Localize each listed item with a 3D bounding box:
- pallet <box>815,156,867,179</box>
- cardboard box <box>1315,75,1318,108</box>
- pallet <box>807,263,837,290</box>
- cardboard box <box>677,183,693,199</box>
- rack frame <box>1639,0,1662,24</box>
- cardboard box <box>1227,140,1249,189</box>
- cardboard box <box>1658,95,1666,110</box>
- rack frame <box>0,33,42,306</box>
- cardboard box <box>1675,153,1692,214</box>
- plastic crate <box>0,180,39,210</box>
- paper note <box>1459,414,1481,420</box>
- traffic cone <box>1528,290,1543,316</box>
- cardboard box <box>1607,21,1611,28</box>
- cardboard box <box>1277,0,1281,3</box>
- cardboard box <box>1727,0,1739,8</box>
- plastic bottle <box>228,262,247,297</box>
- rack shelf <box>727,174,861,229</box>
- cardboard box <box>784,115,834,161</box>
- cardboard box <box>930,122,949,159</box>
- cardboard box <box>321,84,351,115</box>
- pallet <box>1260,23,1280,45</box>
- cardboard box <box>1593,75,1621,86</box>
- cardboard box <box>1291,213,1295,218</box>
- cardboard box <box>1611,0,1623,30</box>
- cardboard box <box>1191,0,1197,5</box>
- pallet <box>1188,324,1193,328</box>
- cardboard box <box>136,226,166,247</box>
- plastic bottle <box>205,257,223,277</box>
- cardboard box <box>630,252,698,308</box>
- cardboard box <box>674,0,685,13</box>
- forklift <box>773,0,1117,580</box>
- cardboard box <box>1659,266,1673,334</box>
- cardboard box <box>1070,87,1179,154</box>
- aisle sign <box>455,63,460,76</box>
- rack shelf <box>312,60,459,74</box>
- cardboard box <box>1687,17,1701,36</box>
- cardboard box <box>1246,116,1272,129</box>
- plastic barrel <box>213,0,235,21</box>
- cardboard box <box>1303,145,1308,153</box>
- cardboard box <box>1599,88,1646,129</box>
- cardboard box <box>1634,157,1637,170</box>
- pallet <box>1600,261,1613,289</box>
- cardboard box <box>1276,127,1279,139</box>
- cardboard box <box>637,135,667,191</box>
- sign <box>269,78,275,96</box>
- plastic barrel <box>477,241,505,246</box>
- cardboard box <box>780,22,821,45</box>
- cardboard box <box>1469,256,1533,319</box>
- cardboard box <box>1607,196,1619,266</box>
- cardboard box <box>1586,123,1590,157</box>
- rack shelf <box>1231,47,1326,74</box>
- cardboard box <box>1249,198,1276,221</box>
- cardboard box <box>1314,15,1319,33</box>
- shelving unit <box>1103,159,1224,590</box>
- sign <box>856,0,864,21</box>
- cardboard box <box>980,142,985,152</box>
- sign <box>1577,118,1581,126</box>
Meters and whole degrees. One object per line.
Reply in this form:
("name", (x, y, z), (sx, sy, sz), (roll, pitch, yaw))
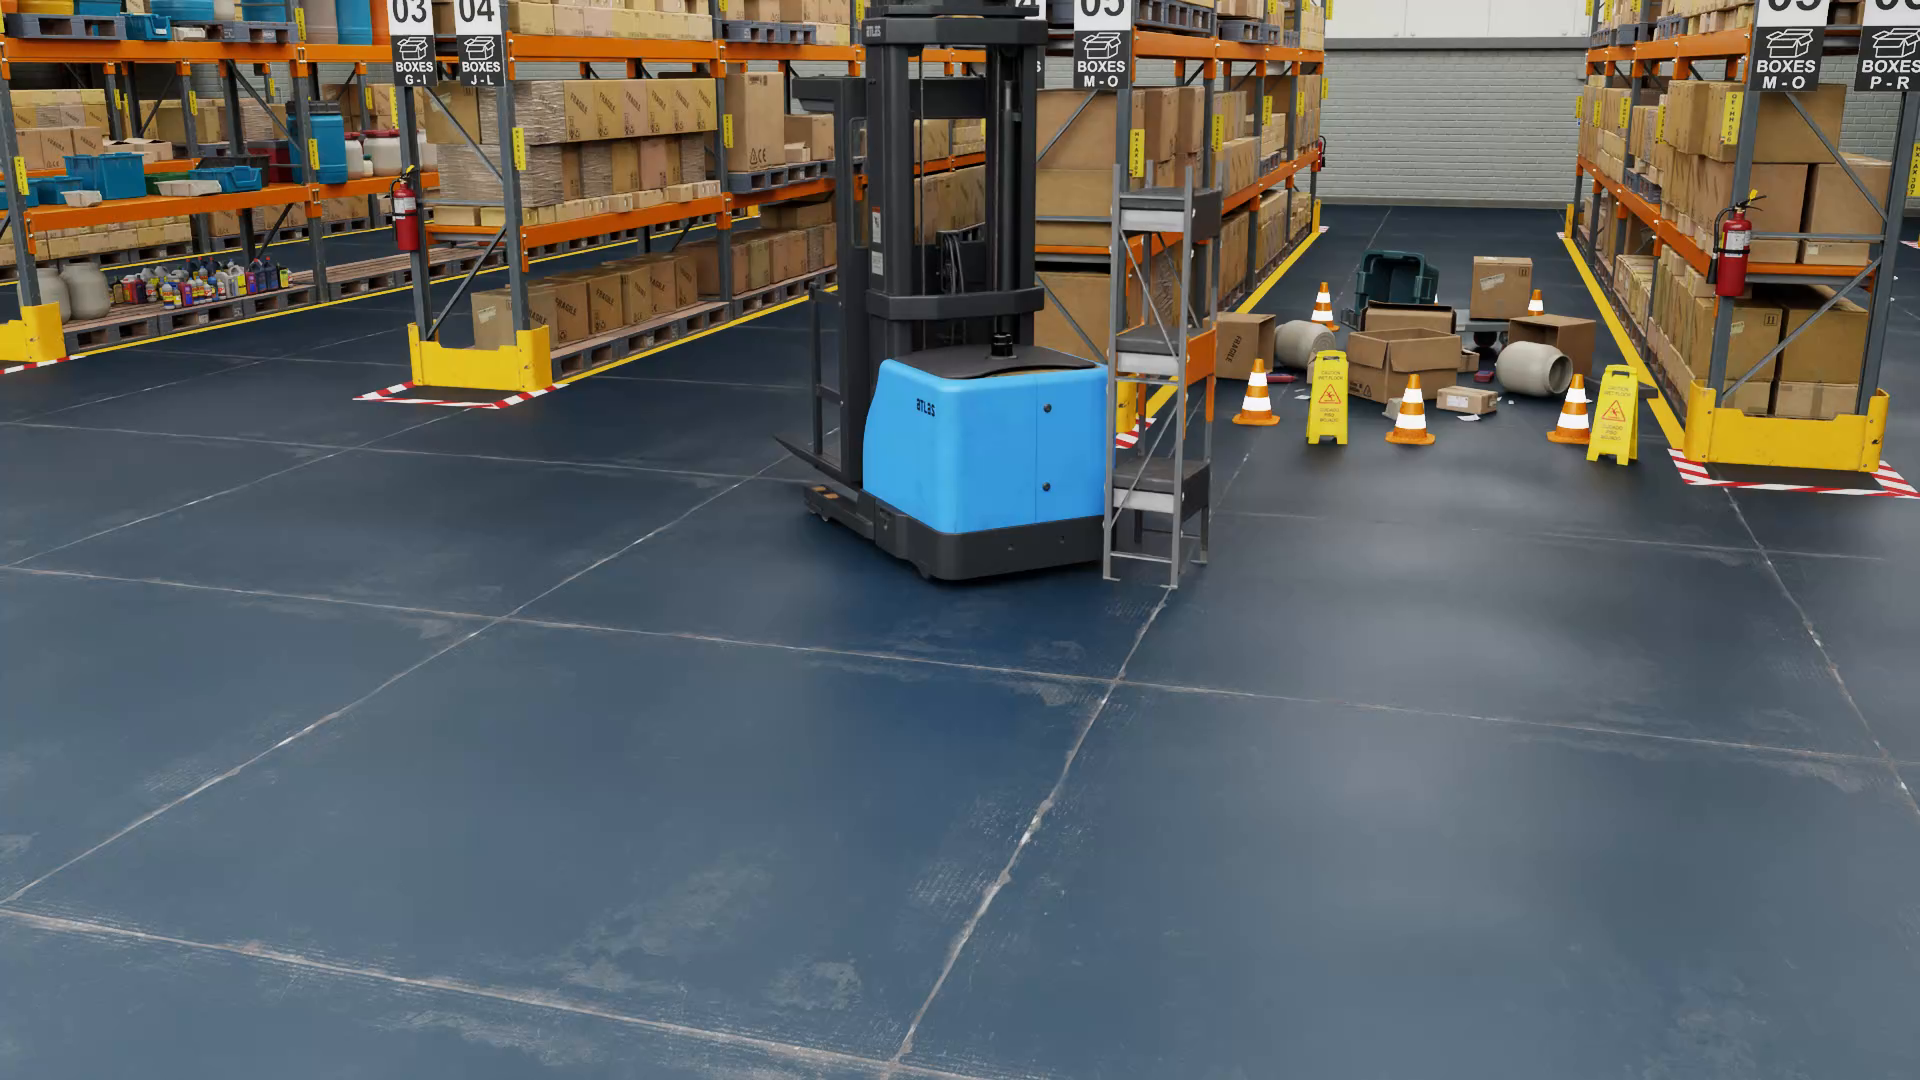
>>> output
("pallet", (-1.840, -4.528, 20.149), (1.213, 0.211, 1.003), (5, 16, 16))
("cardboard box", (5.225, -6.898, 25.591), (0.500, 0.500, 0.500), (4, 16, 14))
("pallet", (-1.964, -3.269, 20.469), (1.003, 0.211, 1.213), (5, 16, 16))
("cardboard box", (-2.865, -3.443, 16.433), (0.380, 0.149, 0.250), (5, 16, 16))
("rack frame", (7.761, -6.933, 17.281), (1.000, 3.000, 0.127), (5, 16, 16))
("cardboard box", (2.831, -4.052, 17.936), (0.500, 0.500, 0.500), (4, 16, 15))
("cardboard box", (6.778, -4.099, 15.596), (0.380, 0.149, 0.250), (4, 16, 13))
("rack frame", (-8.762, -3.106, 14.784), (1.000, 3.000, 0.127), (5, 16, 16))
("cardboard box", (5.957, -2.834, 13.097), (0.500, 0.500, 0.500), (4, 16, 15))
("plastic crate", (-8.907, -3.189, 15.348), (0.499, 0.251, 0.616), (5, 16, 16))
("paper note", (3.848, -0.927, 12.542), (0.148, 0.019, 0.142), (-1, 16, -3))
("traffic cone", (5.635, -2.213, 16.283), (0.336, 0.463, 0.334), (5, 16, 16))
("cardboard box", (8.773, -6.914, 22.004), (0.396, 0.266, 0.258), (5, 17, 18))
("cardboard box", (3.910, -7.053, 22.249), (0.700, 0.500, 0.500), (5, 16, 16))
("cardboard box", (5.532, -3.753, 11.297), (0.500, 0.250, 0.500), (4, 16, 15))
("plastic bottle", (-7.679, -2.765, 17.627), (0.144, 0.351, 0.185), (5, 16, 16))
("rack shelf", (-2.308, -3.946, 19.062), (1.077, 0.370, 4.000), (5, 16, 16))
("cardboard box", (-1.918, -4.767, 19.687), (0.700, 0.500, 0.500), (7, 17, 24))
("cardboard box", (-0.474, -5.766, 23.979), (0.500, 0.500, 0.500), (5, 16, 16))
("cardboard box", (-10.205, -7.312, 27.597), (0.500, 0.500, 0.500), (5, 17, 16))
("pallet", (2.855, -5.584, 18.368), (1.213, 0.211, 1.003), (5, 17, 18))
("cardboard box", (9.187, -6.507, 23.569), (0.380, 0.149, 0.250), (4, 16, 15))
("cardboard box", (4.734, -4.775, 24.575), (0.380, 0.149, 0.250), (5, 17, 18))
("cardboard box", (8.370, -6.578, 20.575), (0.500, 0.500, 0.500), (4, 16, 15))
("cardboard box", (1.765, -4.544, 13.864), (0.380, 0.149, 0.250), (5, 17, 17))
("pallet", (1.559, -1.823, 15.371), (1.003, 0.211, 1.213), (5, 16, 16))
("cardboard box", (-11.296, -4.172, 22.810), (0.500, 0.250, 0.500), (4, 16, 15))
("plastic bottle", (-8.115, -2.900, 18.104), (0.144, 0.351, 0.185), (5, 16, 16))
("cardboard box", (-3.029, -2.667, 17.045), (0.500, 0.500, 0.500), (4, 16, 14))
("cardboard box", (-2.844, -5.089, 15.821), (0.380, 0.149, 0.250), (4, 16, 13))
("forklift", (-0.273, -1.563, 9.469), (1.130, 2.935, 3.031), (-8, 18, -25))
("cardboard box", (6.057, -1.966, 13.658), (0.500, 0.500, 0.500), (5, 17, 18))
("cardboard box", (1.382, -3.572, 14.172), (0.875, 0.550, 0.550), (5, 16, 16))
("aisle sign", (-9.226, -8.969, 30.688), (0.394, 0.787, 0.004), (5, 16, 16))
("rack shelf", (-9.532, -8.251, 28.744), (1.077, 0.370, 4.000), (5, 16, 16))
("cardboard box", (6.170, -4.196, 13.589), (0.380, 0.149, 0.250), (5, 16, 16))
("cardboard box", (3.750, -5.286, 21.071), (0.380, 0.149, 0.250), (4, 16, 15))
("plastic barrel", (-7.936, -5.754, 17.648), (0.421, 0.512, 0.421), (0, 16, 0))
("cardboard box", (5.122, -6.005, 25.464), (0.380, 0.149, 0.250), (4, 16, 13))
("cardboard box", (8.497, -5.530, 21.312), (0.500, 0.500, 0.500), (5, 17, 17))
("cardboard box", (7.256, -3.918, 17.336), (0.380, 0.149, 0.250), (4, 16, 12))
("pallet", (8.406, -3.224, 20.308), (1.003, 0.211, 1.213), (5, 16, 16))
("cardboard box", (3.979, -5.350, 21.840), (0.380, 0.149, 0.250), (4, 16, 14))
("cardboard box", (-3.285, -3.580, 15.727), (0.875, 0.500, 0.500), (5, 16, 16))
("sign", (-13.198, -8.686, 31.899), (0.100, 0.325, 0.005), (5, 16, 16))
("plastic barrel", (-6.366, -4.487, 22.858), (0.600, 0.830, 0.708), (5, 16, 16))
("cardboard box", (-1.913, -5.781, 18.991), (0.500, 0.250, 0.500), (5, 17, 17))
("cardboard box", (4.909, -2.292, 15.107), (0.500, 0.500, 0.500), (5, 16, 16))
("cardboard box", (8.549, -3.868, 20.593), (0.875, 0.875, 0.875), (5, 17, 17))
("cardboard box", (9.218, -5.686, 23.696), (0.500, 0.500, 0.500), (5, 17, 18))
("rack shelf", (4.692, -7.071, 24.583), (1.077, 0.370, 4.000), (5, 16, 16))
("cardboard box", (3.712, -4.187, 21.032), (0.500, 0.250, 0.500), (5, 17, 16))
("cardboard box", (5.081, -7.701, 24.843), (0.500, 0.250, 0.500), (5, 17, 17))
("shelving unit", (1.029, -0.844, 8.456), (0.431, 2.100, 0.503), (7, 17, 24))
("sign", (-1.220, -6.464, 20.179), (0.100, 0.325, 0.005), (5, 16, 16))
("cardboard box", (0.168, -6.132, 25.910), (0.380, 0.149, 0.250), (5, 17, 17))
("sign", (11.586, -7.767, 30.719), (0.327, 0.218, 0.001), (5, 16, 16))
